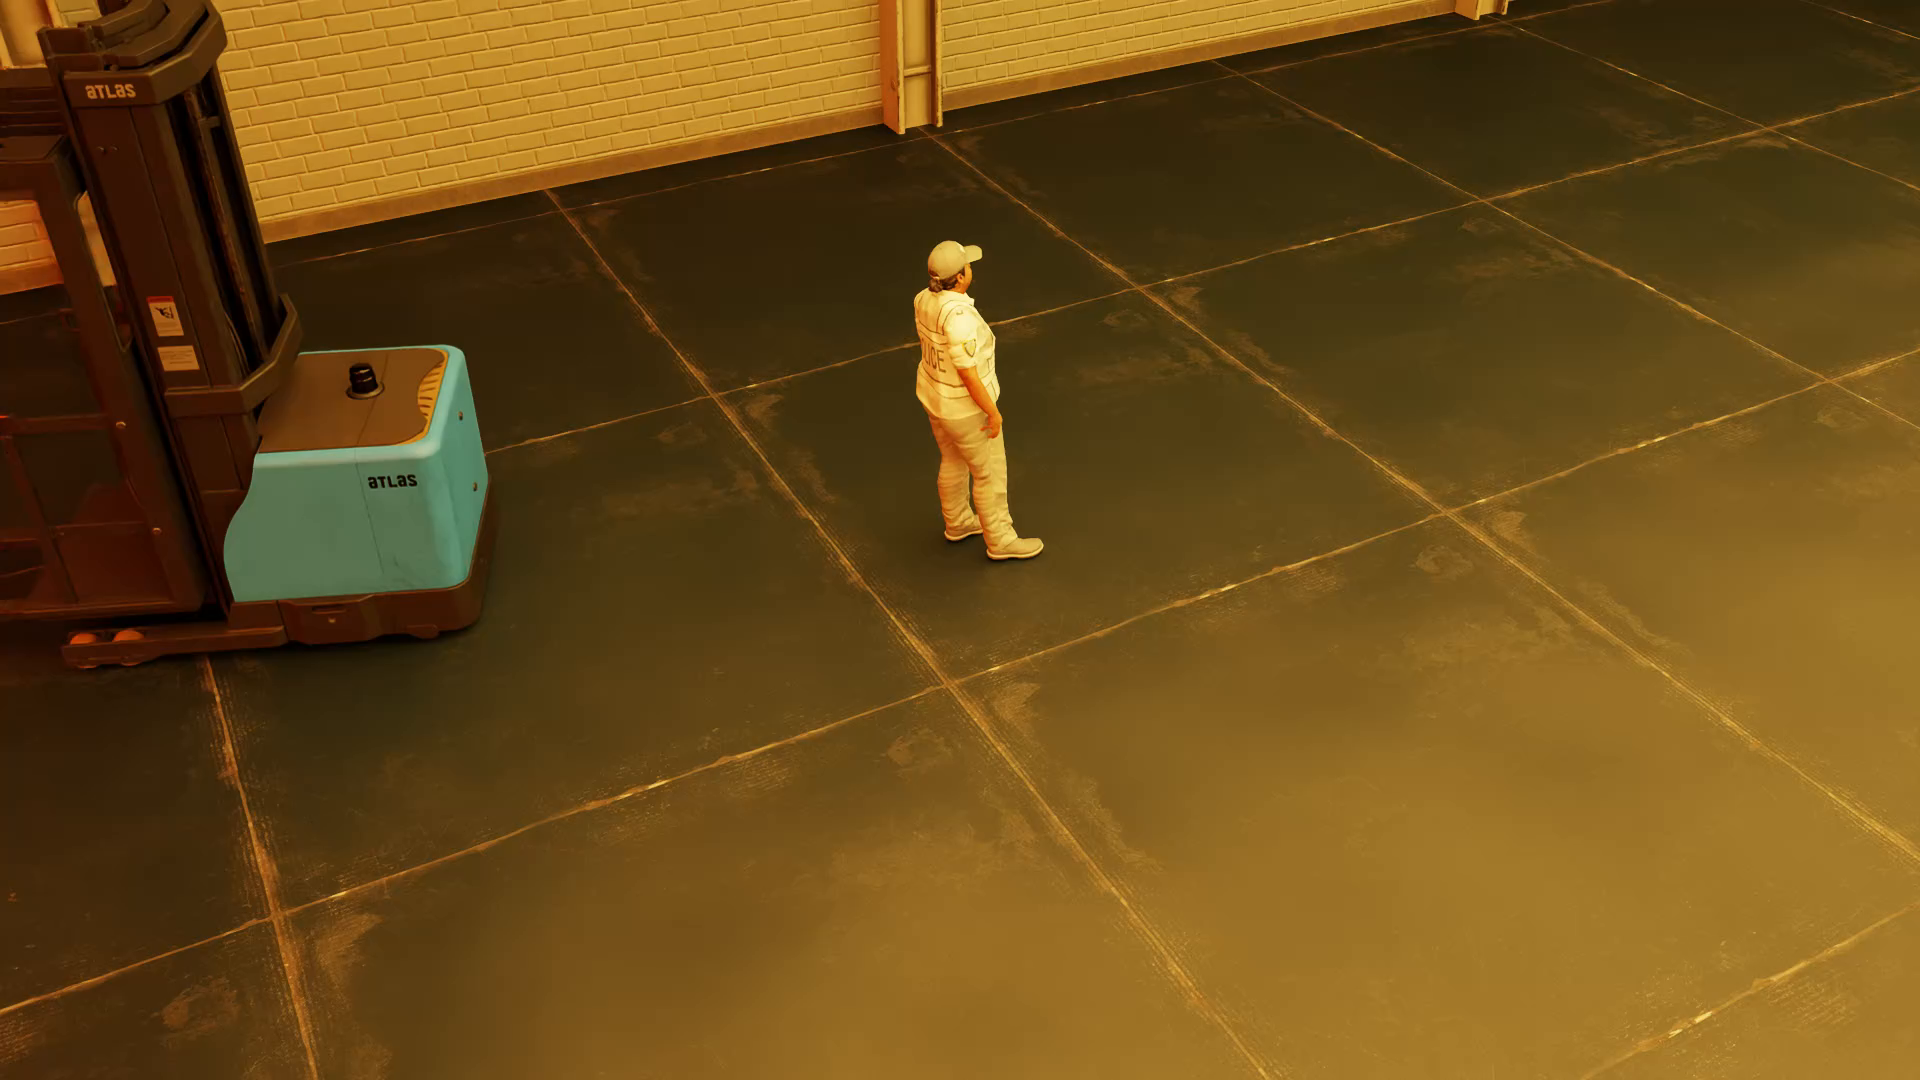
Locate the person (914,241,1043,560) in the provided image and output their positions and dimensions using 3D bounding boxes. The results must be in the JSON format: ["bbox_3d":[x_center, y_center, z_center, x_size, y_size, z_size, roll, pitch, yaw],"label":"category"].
[{"bbox_3d":[0.078,-0.696,8.190,0.529,1.670,0.599,-17,39,-23],"label":"person"}]

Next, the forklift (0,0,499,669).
[{"bbox_3d":[-3.873,-0.916,7.419,3.031,2.935,1.130,-4,35,-5],"label":"forklift"}]
